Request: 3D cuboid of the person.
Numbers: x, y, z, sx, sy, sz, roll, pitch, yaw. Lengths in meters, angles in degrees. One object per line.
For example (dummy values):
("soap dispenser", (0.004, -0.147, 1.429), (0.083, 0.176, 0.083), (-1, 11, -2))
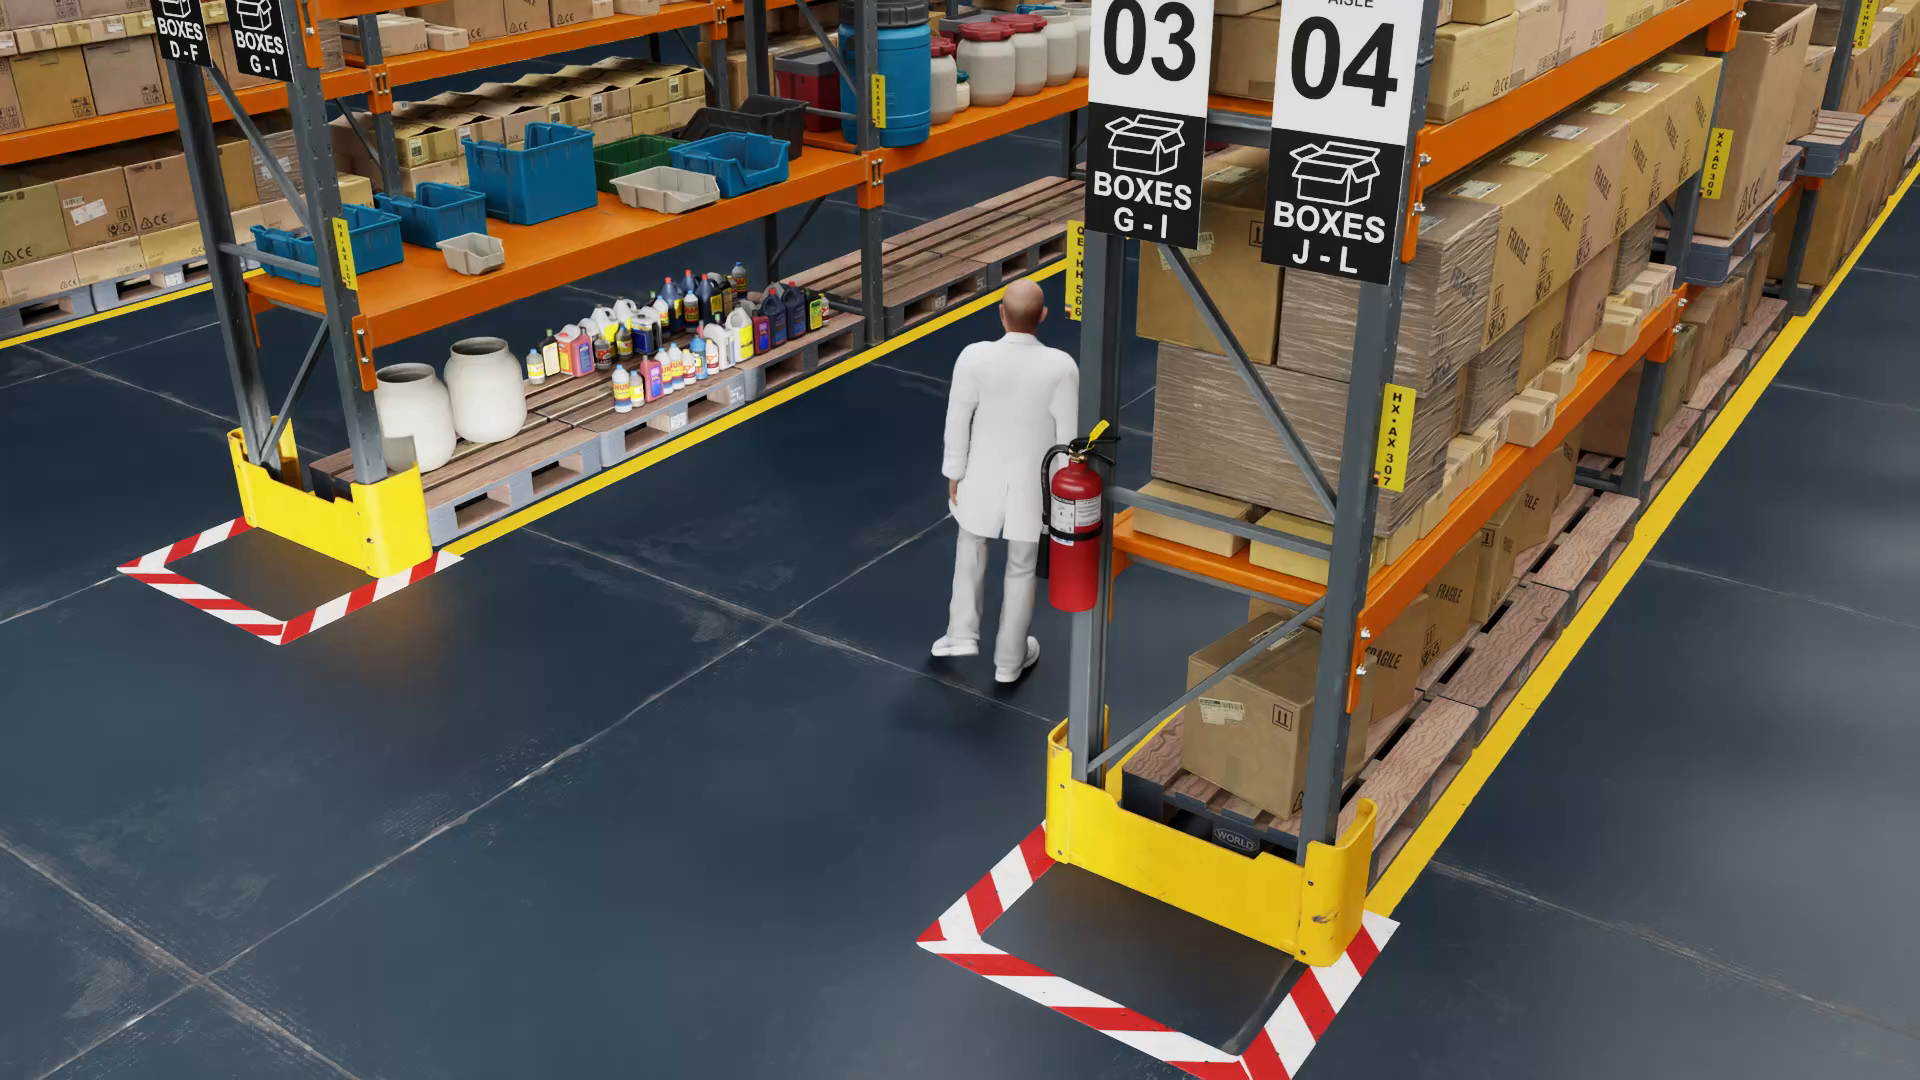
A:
("person", (0.205, -0.252, 7.104), (0.680, 1.781, 0.467), (5, 27, 9))
